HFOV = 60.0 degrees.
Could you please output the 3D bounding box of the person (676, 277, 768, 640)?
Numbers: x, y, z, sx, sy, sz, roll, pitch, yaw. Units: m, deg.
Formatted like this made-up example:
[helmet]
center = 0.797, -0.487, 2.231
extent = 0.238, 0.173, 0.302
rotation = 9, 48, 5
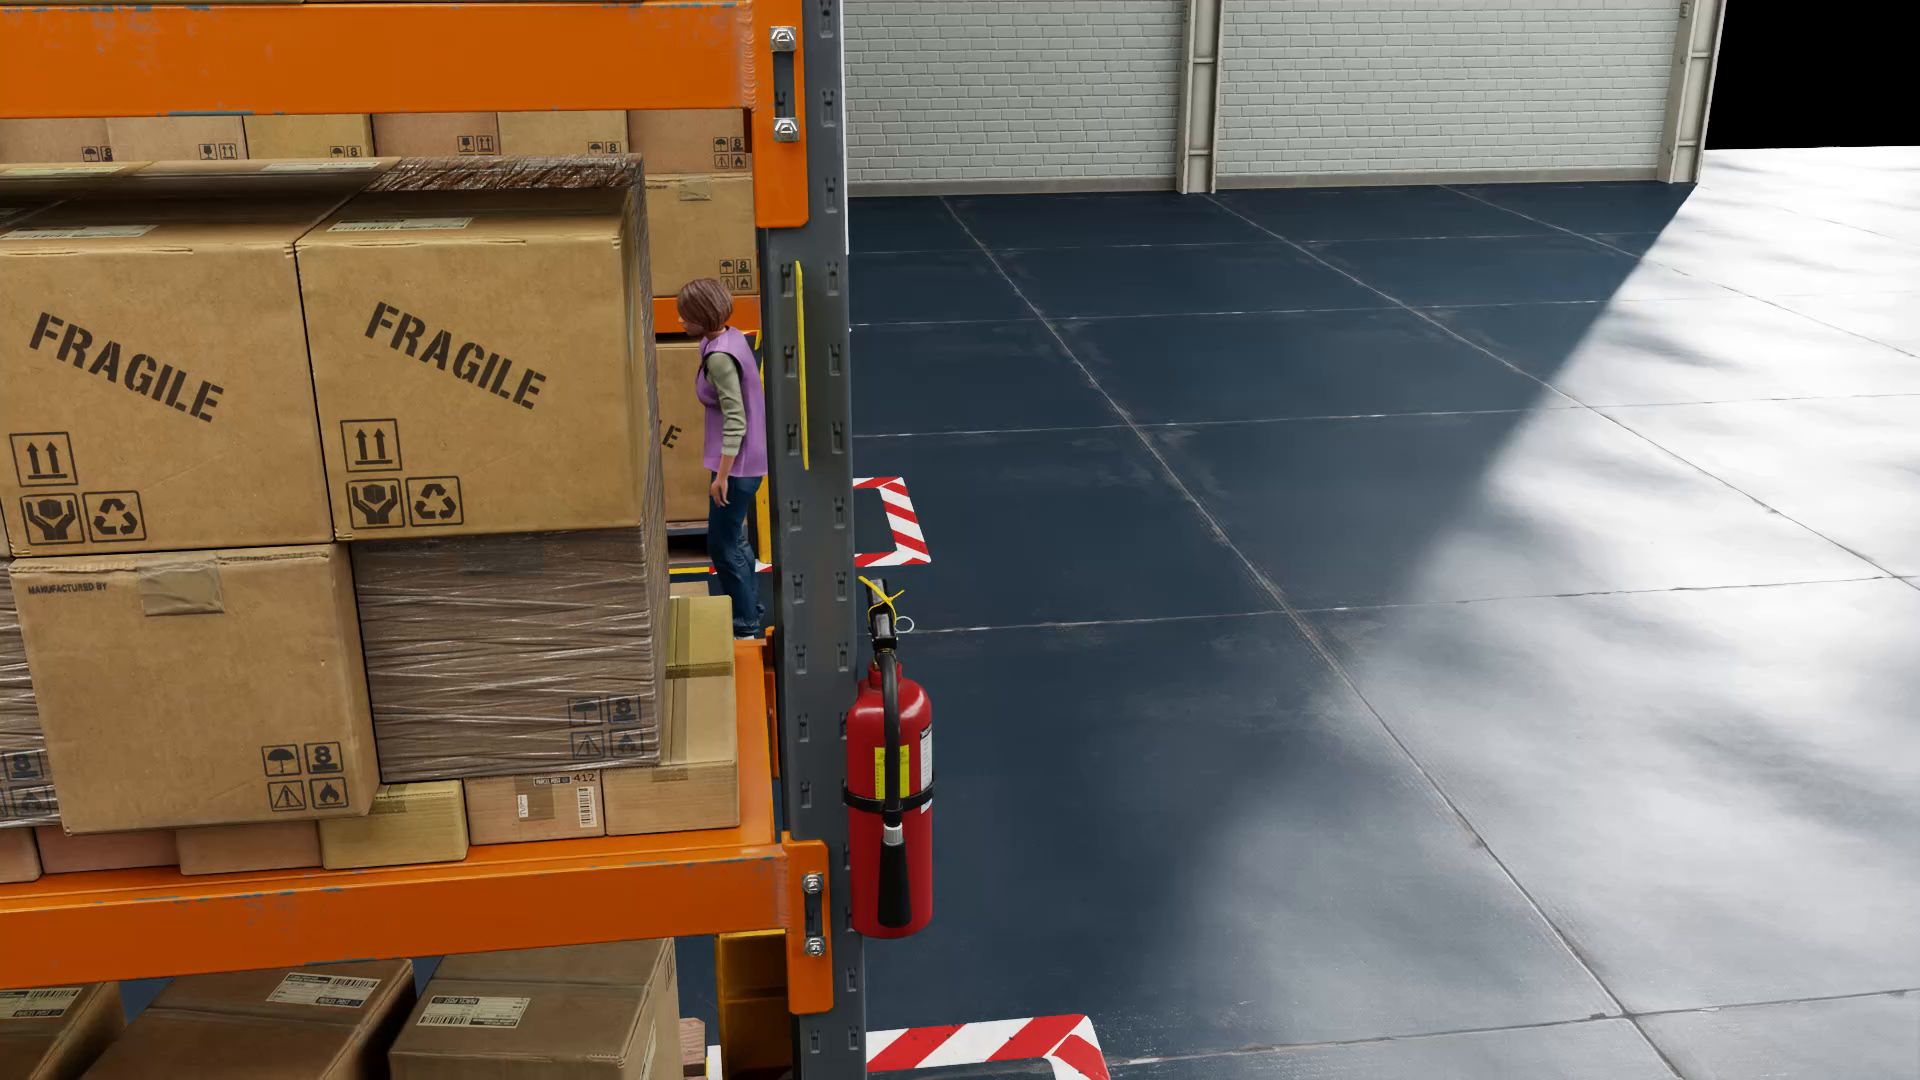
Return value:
[person]
center = -0.970, -0.300, 6.903
extent = 0.365, 1.592, 0.464
rotation = -3, 21, -8
